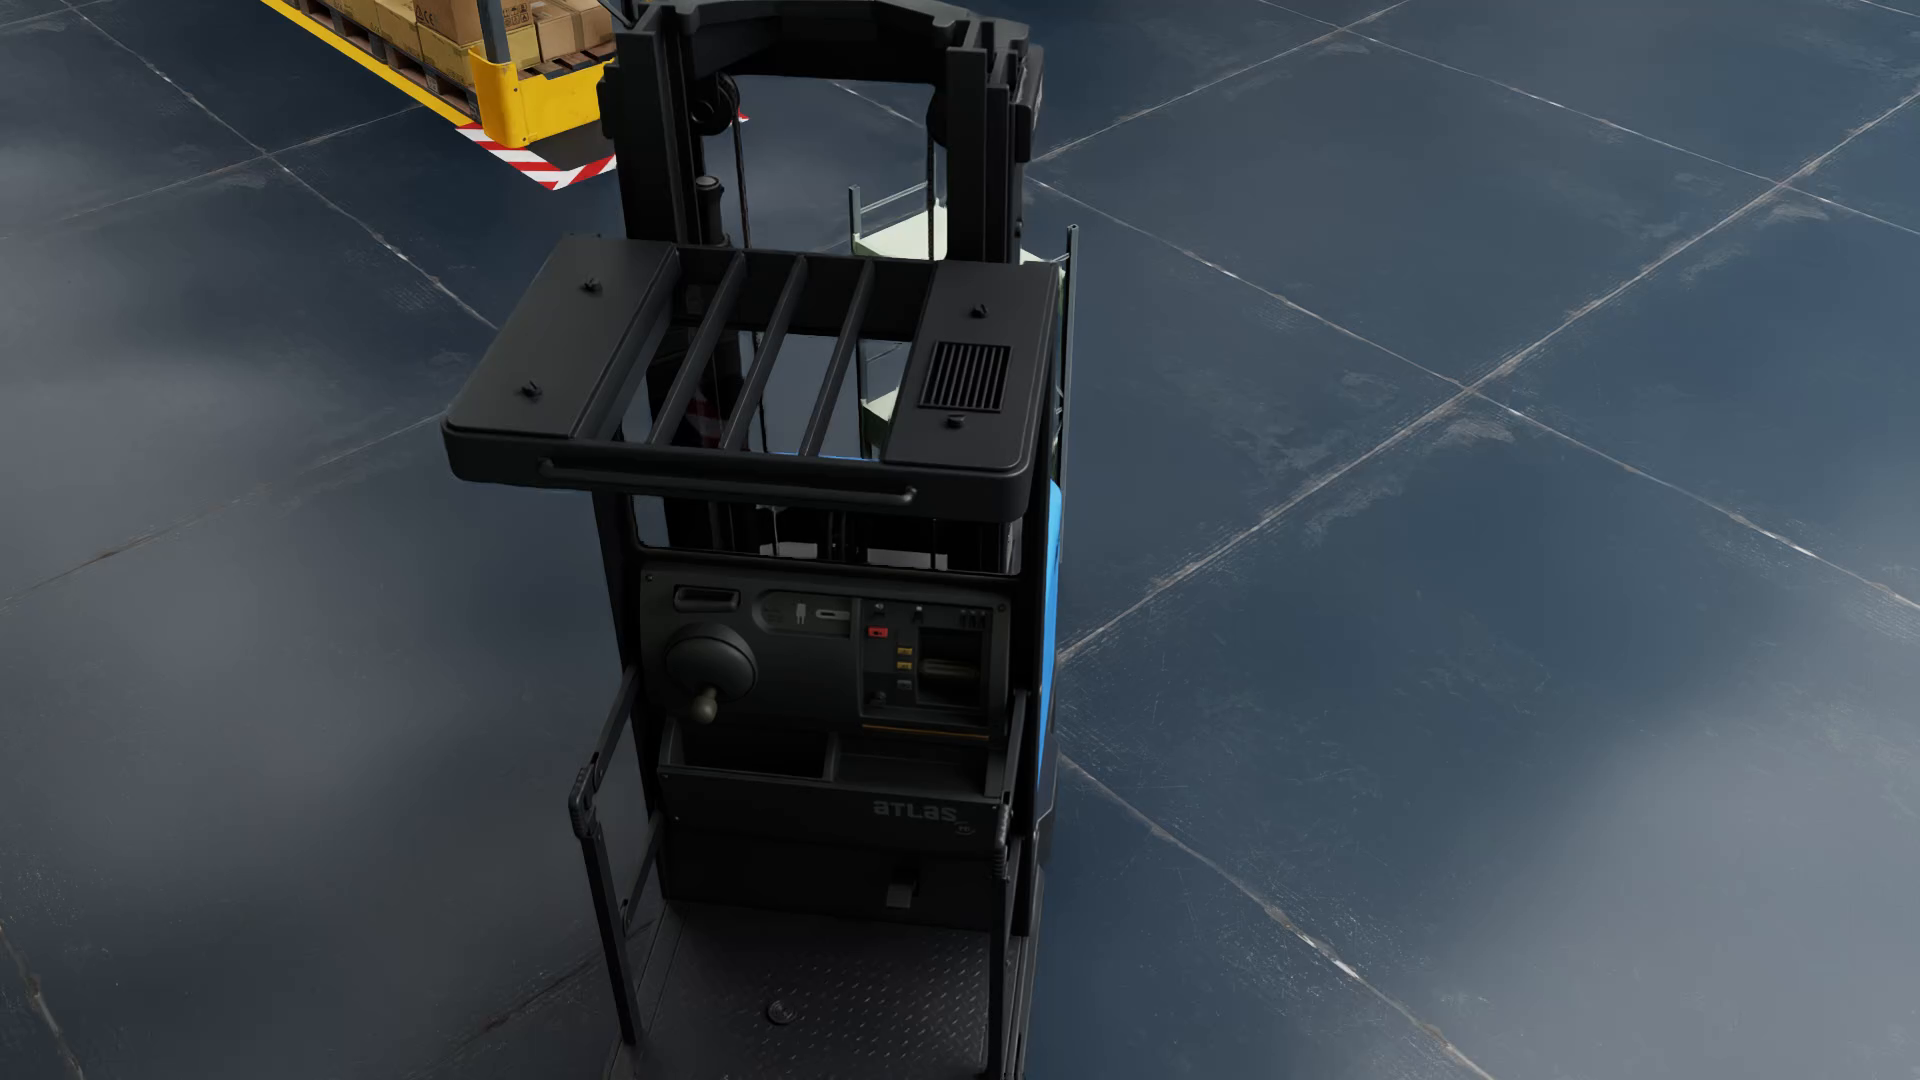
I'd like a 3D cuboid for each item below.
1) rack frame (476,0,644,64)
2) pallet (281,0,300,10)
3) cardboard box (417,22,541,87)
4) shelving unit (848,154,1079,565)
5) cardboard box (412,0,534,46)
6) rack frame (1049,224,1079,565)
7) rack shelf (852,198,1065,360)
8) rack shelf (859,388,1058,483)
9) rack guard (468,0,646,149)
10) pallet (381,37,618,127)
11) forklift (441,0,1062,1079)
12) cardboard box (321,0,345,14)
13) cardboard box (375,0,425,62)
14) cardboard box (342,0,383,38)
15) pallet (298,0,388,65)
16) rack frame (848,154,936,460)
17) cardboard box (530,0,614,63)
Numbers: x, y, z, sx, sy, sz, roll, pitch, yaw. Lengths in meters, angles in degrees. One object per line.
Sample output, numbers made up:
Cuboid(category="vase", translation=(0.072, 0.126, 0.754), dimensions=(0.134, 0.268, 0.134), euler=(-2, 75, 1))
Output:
Cuboid(category="rack frame", translation=(-2.272, -3.731, 8.982), dimensions=(1.000, 3.000, 0.127), euler=(-30, 48, -32))
Cuboid(category="pallet", translation=(-4.470, -4.111, 11.672), dimensions=(1.003, 0.211, 1.213), euler=(-30, 48, -32))
Cuboid(category="cardboard box", translation=(-2.852, -2.947, 9.866), dimensions=(0.500, 0.250, 0.500), euler=(-30, 48, -32))
Cuboid(category="shelving unit", translation=(0.005, -0.580, 6.275), dimensions=(0.431, 1.500, 0.755), euler=(-30, 48, -32))
Cuboid(category="cardboard box", translation=(-2.854, -3.238, 9.629), dimensions=(0.500, 0.500, 0.500), euler=(-30, 48, -32))
Cuboid(category="rack frame", translation=(0.252, -0.411, 6.065), dimensions=(0.400, 1.500, 0.023), euler=(-30, 48, -32))
Cuboid(category="rack shelf", translation=(0.005, -0.884, 6.030), dimensions=(0.431, 0.370, 0.720), euler=(-30, 48, -32))
Cuboid(category="rack shelf", translation=(0.005, -0.327, 6.480), dimensions=(0.431, 0.370, 0.720), euler=(-30, 48, -32))
Cuboid(category="rack guard", translation=(-2.255, -2.747, 9.754), dimensions=(1.175, 0.500, 0.348), euler=(-30, 48, -32))
Cuboid(category="pallet", translation=(-2.820, -2.982, 10.274), dimensions=(1.003, 0.211, 1.213), euler=(-30, 48, -32))
Cuboid(category="forklift", translation=(-0.364, 0.359, 3.973), dimensions=(1.130, 2.935, 3.031), euler=(5, 39, 6))
Cuboid(category="cardboard box", translation=(-3.875, -3.636, 10.719), dimensions=(0.500, 0.250, 0.500), euler=(-30, 48, -32))
Cuboid(category="cardboard box", translation=(-3.199, -3.173, 10.146), dimensions=(0.500, 0.250, 0.500), euler=(-30, 48, -32))
Cuboid(category="cardboard box", translation=(-3.538, -3.404, 10.432), dimensions=(0.500, 0.250, 0.500), euler=(-30, 48, -32))
Cuboid(category="pallet", translation=(-3.641, -3.546, 10.973), dimensions=(1.003, 0.211, 1.213), euler=(-30, 48, -32))
Cuboid(category="rack frame", translation=(-0.243, -0.750, 6.485), dimensions=(0.400, 1.500, 0.023), euler=(-30, 48, -32))
Cuboid(category="cardboard box", translation=(-2.470, -3.167, 10.138), dimensions=(0.500, 0.250, 0.500), euler=(-30, 48, -32))
